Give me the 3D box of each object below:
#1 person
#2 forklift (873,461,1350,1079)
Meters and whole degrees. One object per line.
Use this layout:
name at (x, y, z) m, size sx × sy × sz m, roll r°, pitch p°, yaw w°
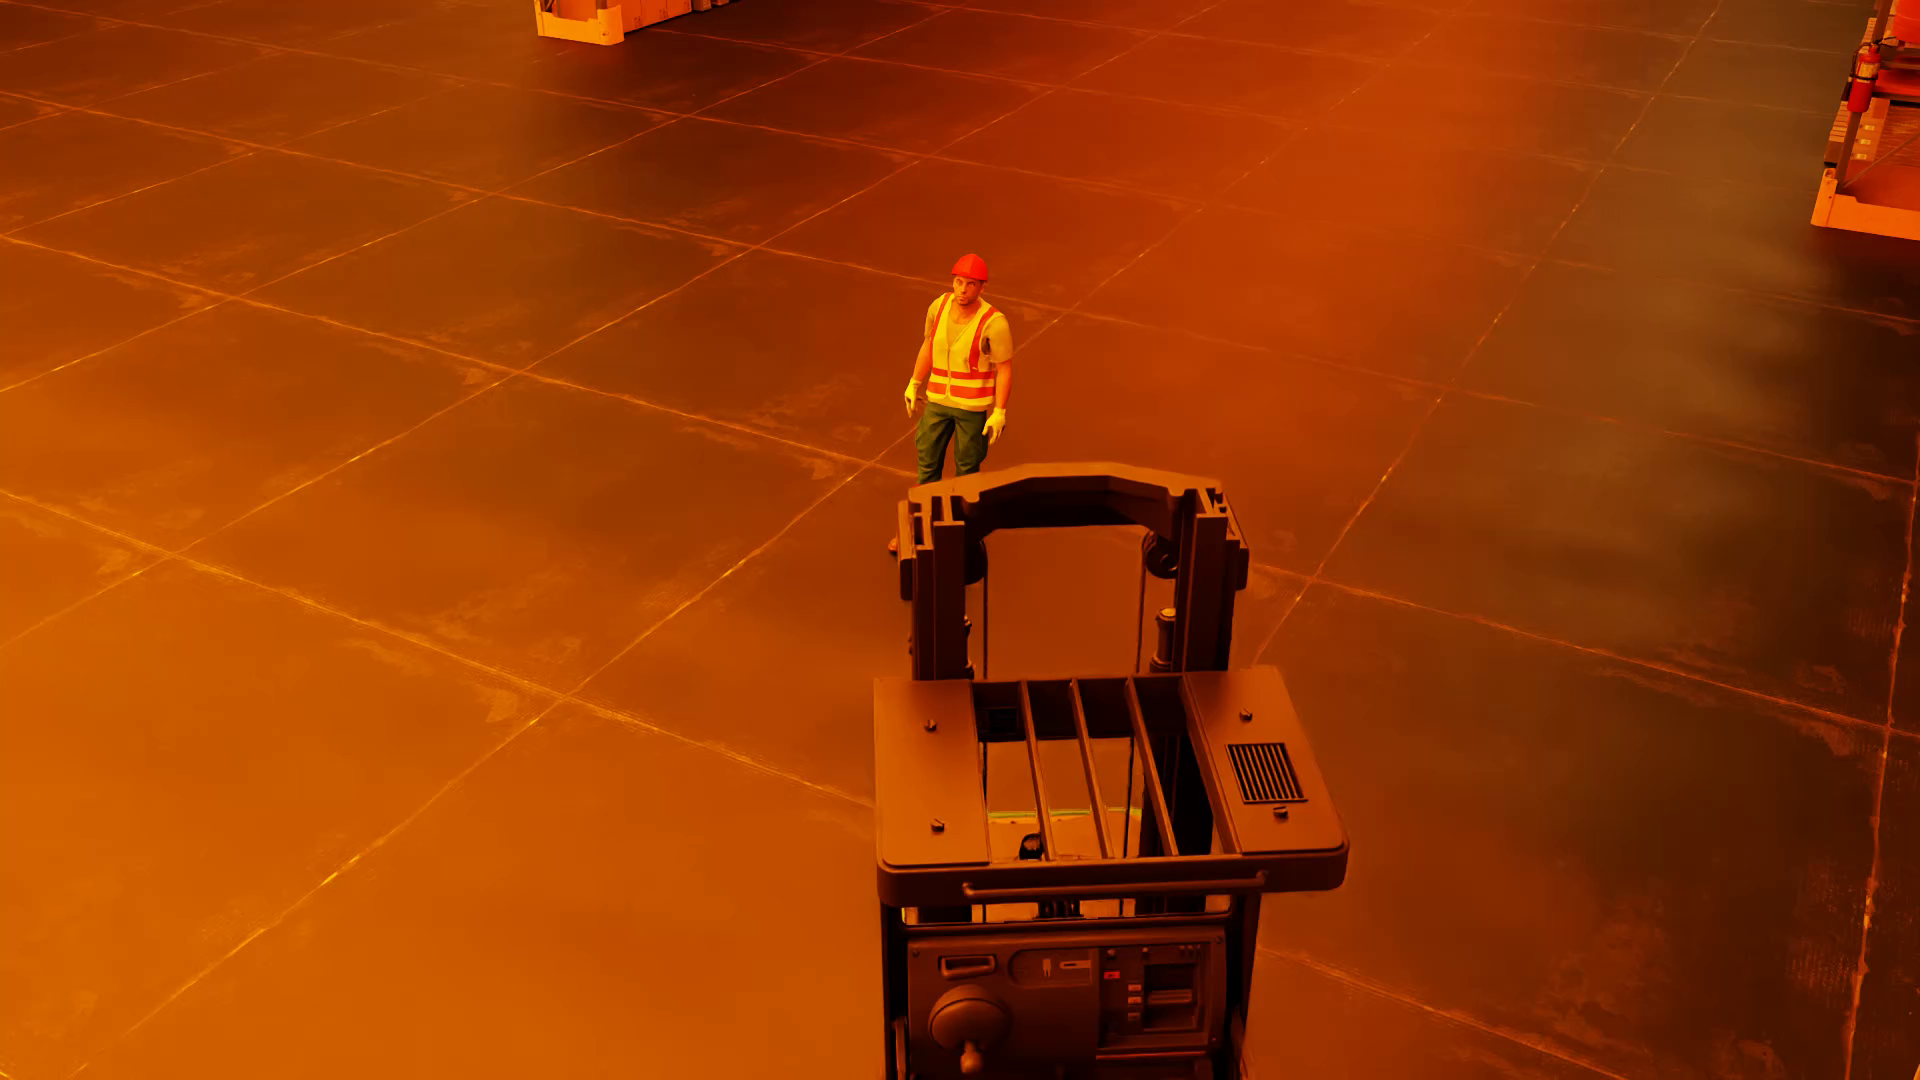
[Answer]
person at (-0.049, -0.749, 9.497) m, size 0.637 × 1.787 × 0.564 m, roll 15°, pitch 33°, yaw 25°
forklift at (0.328, 1.389, 4.665) m, size 1.130 × 2.935 × 3.031 m, roll -2°, pitch 30°, yaw -3°
